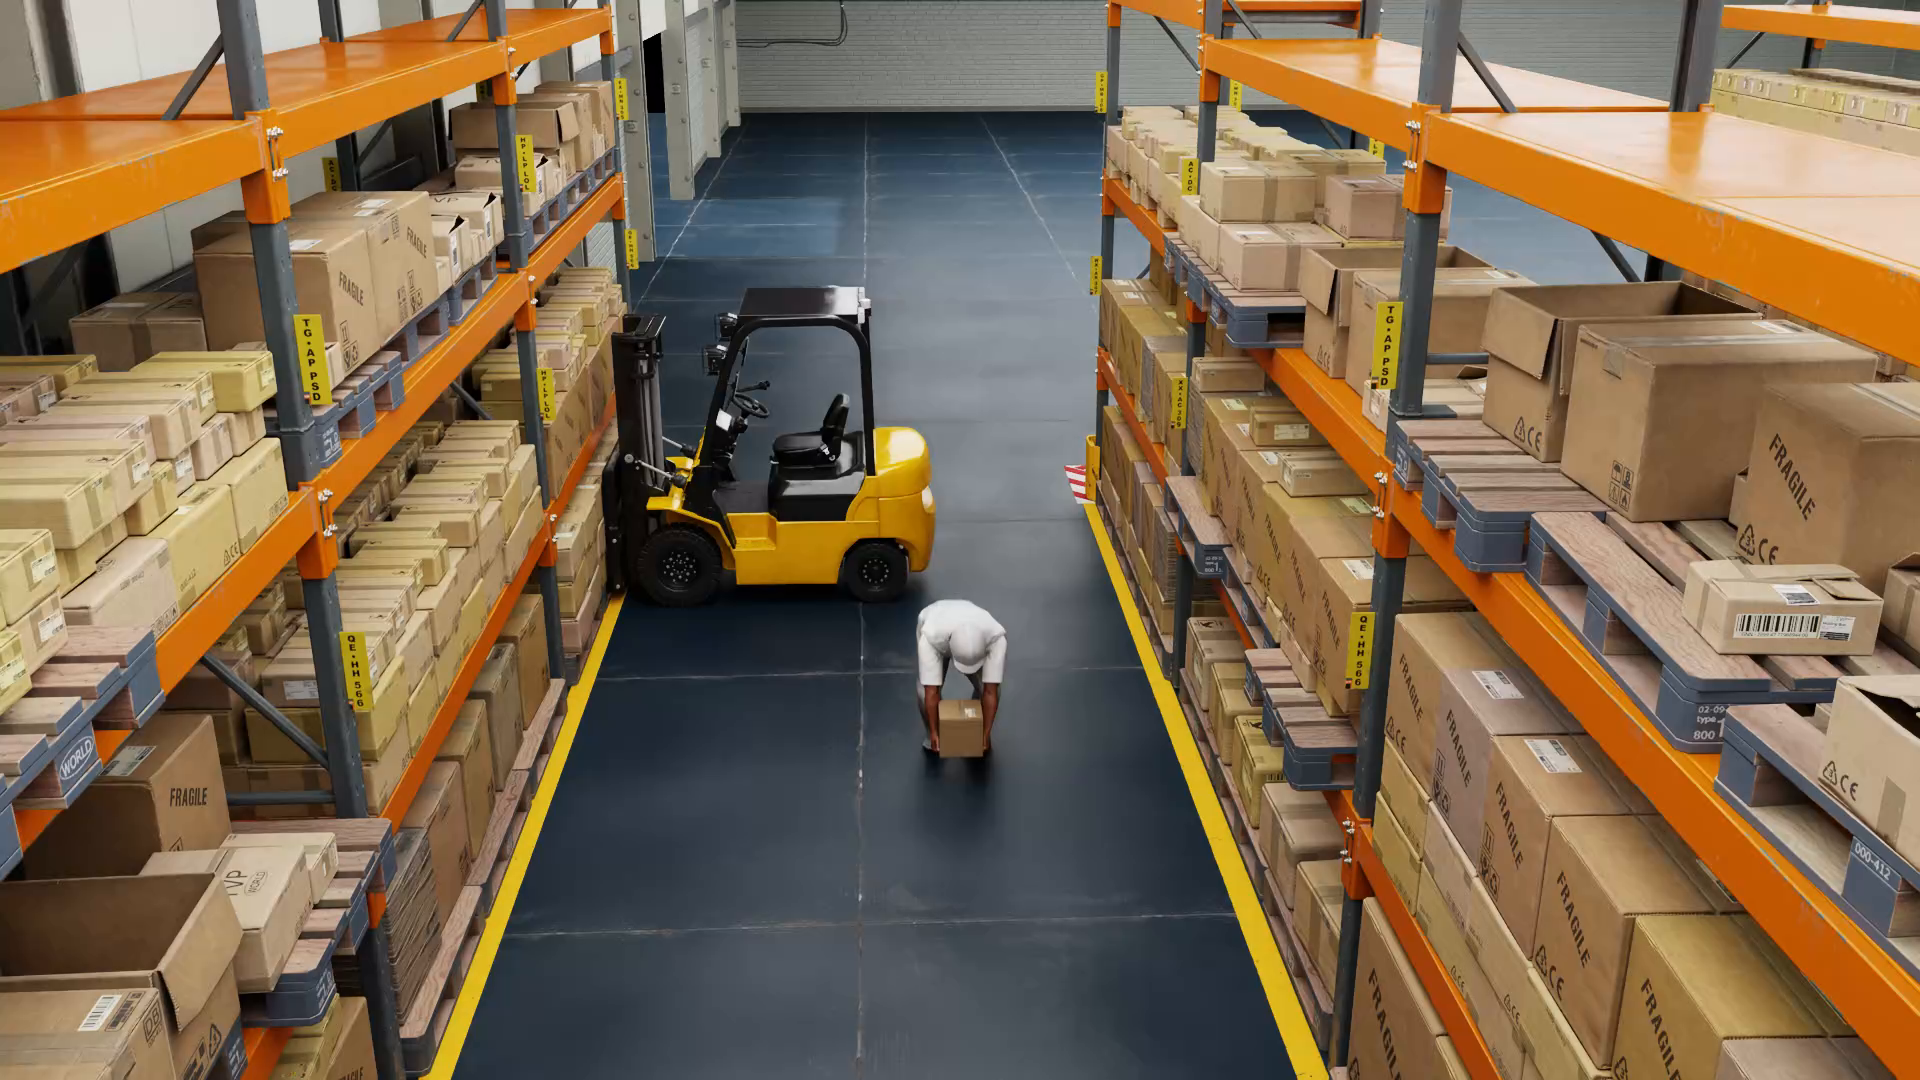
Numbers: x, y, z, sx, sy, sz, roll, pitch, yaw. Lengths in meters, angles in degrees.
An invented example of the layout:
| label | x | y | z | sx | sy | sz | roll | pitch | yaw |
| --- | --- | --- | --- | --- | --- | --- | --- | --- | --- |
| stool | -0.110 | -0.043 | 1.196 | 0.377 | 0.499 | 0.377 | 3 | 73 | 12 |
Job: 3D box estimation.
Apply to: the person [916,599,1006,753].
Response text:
| label | x | y | z | sx | sy | sz | roll | pitch | yaw |
| --- | --- | --- | --- | --- | --- | --- | --- | --- | --- |
| person | 0.007 | 0.735 | 9.868 | 0.506 | 0.824 | 0.956 | -2 | 20 | -5 |
